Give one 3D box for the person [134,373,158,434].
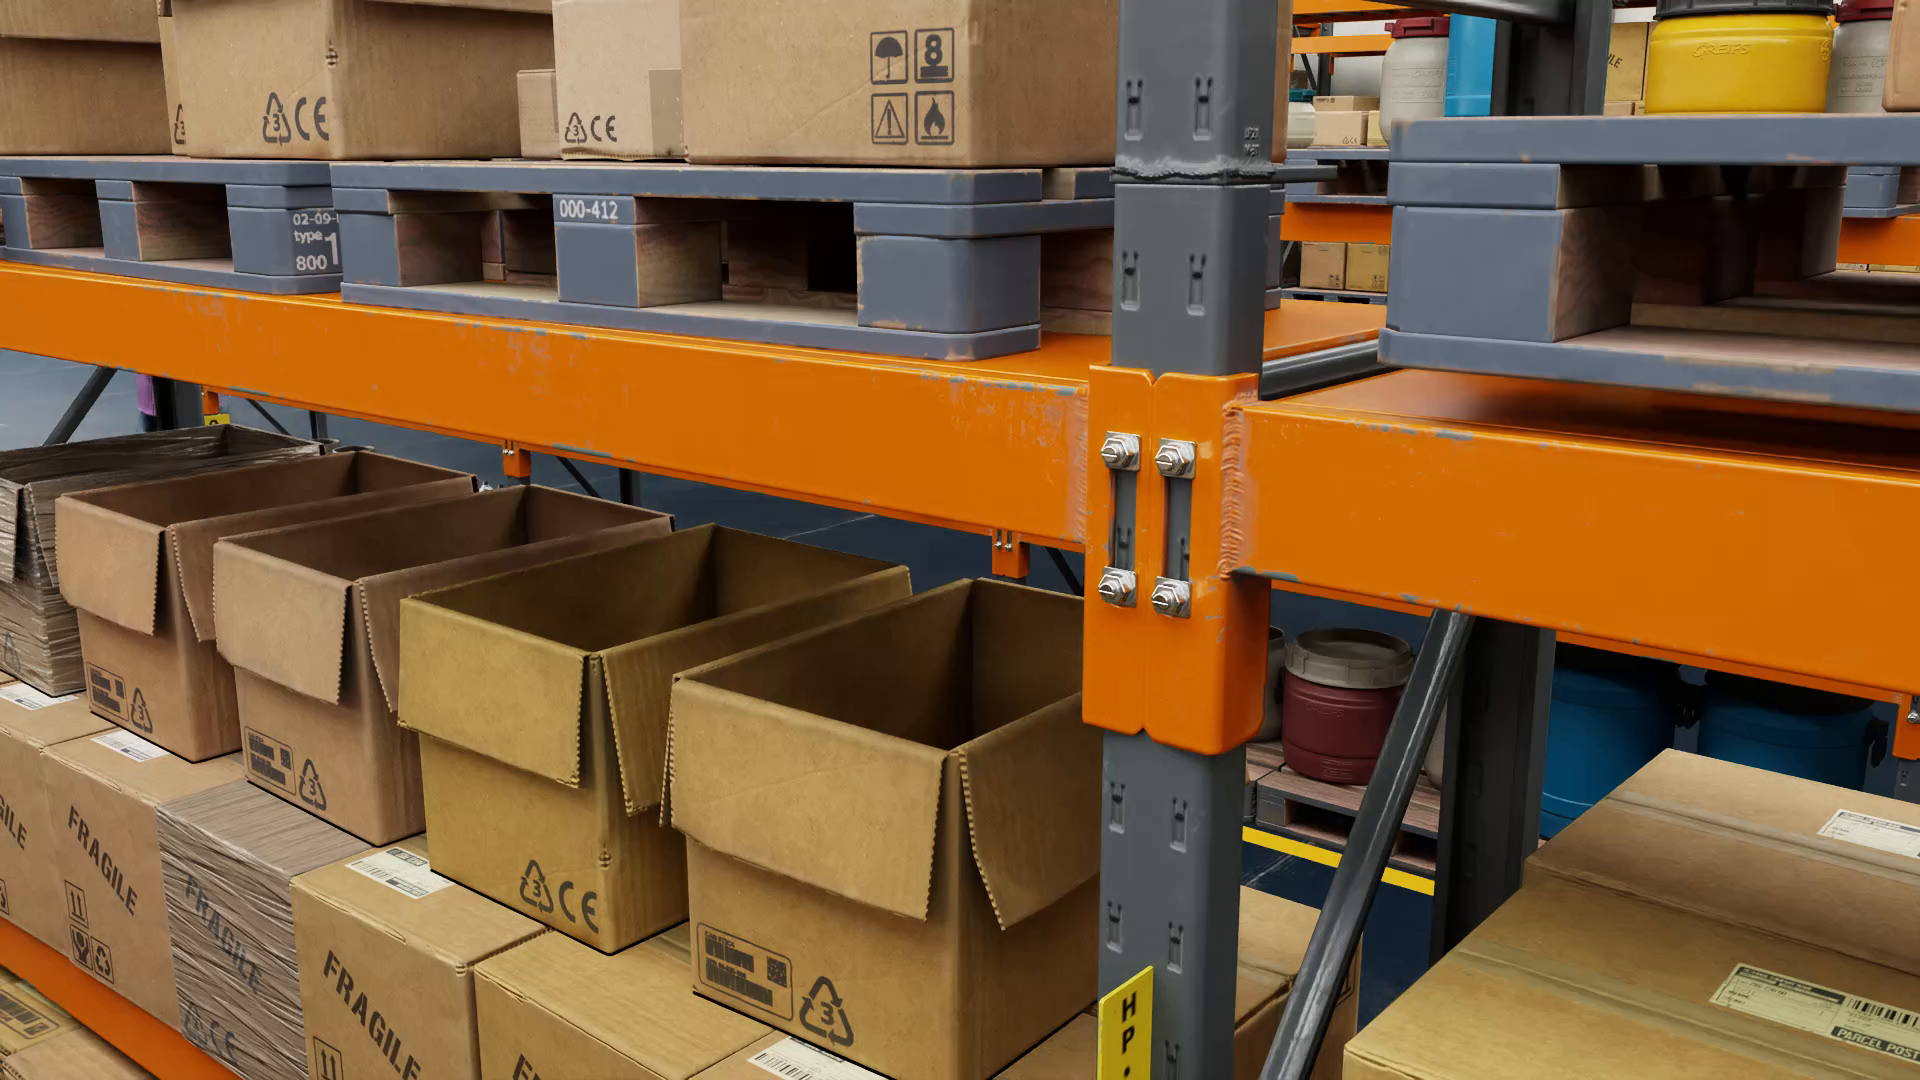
[{"bbox_3d":[-6.782,-1.097,14.183,0.442,1.566,0.741,10,17,35],"label":"person"}]
